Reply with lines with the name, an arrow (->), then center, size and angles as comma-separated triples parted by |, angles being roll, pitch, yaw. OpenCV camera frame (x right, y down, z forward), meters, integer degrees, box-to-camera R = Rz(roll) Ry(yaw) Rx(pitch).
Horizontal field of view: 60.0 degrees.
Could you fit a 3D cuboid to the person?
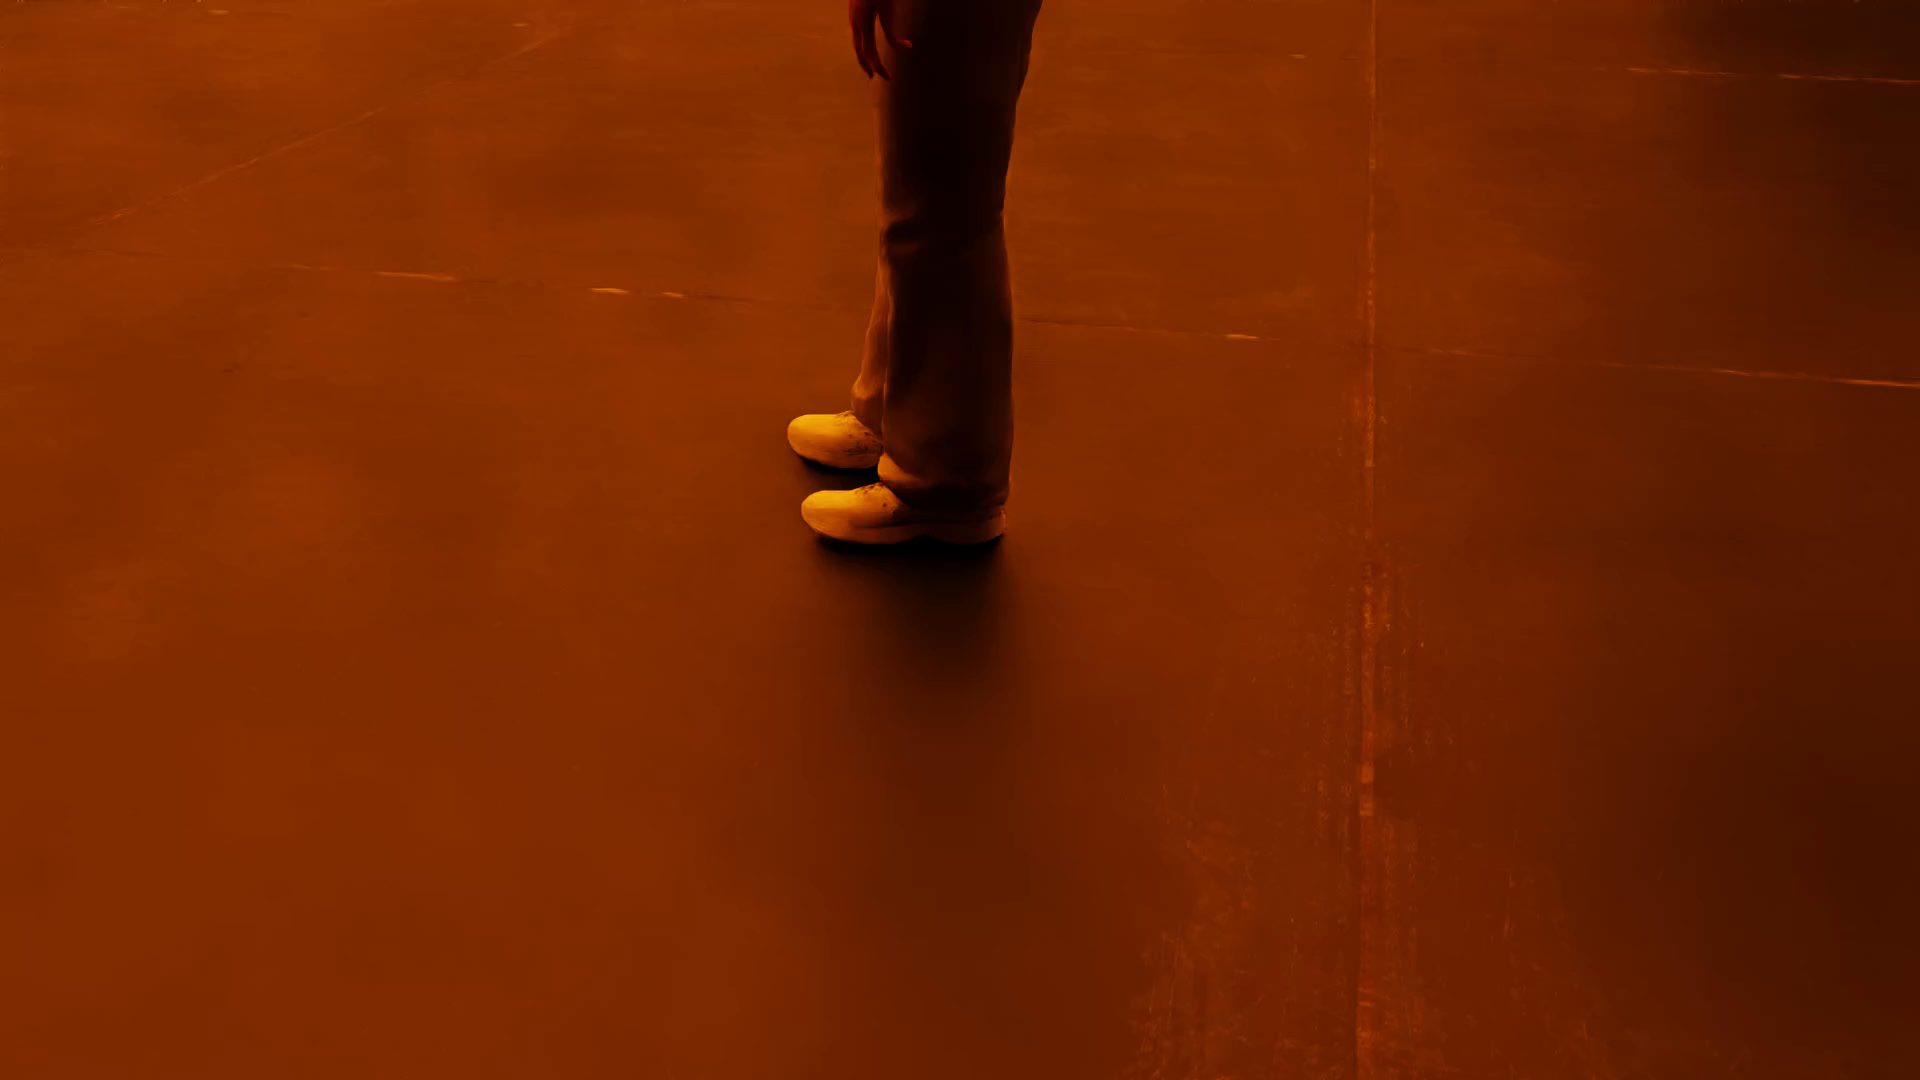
person -> -0.069, -0.768, 2.145 | 0.548, 1.674, 0.550 | 6, 27, 11
